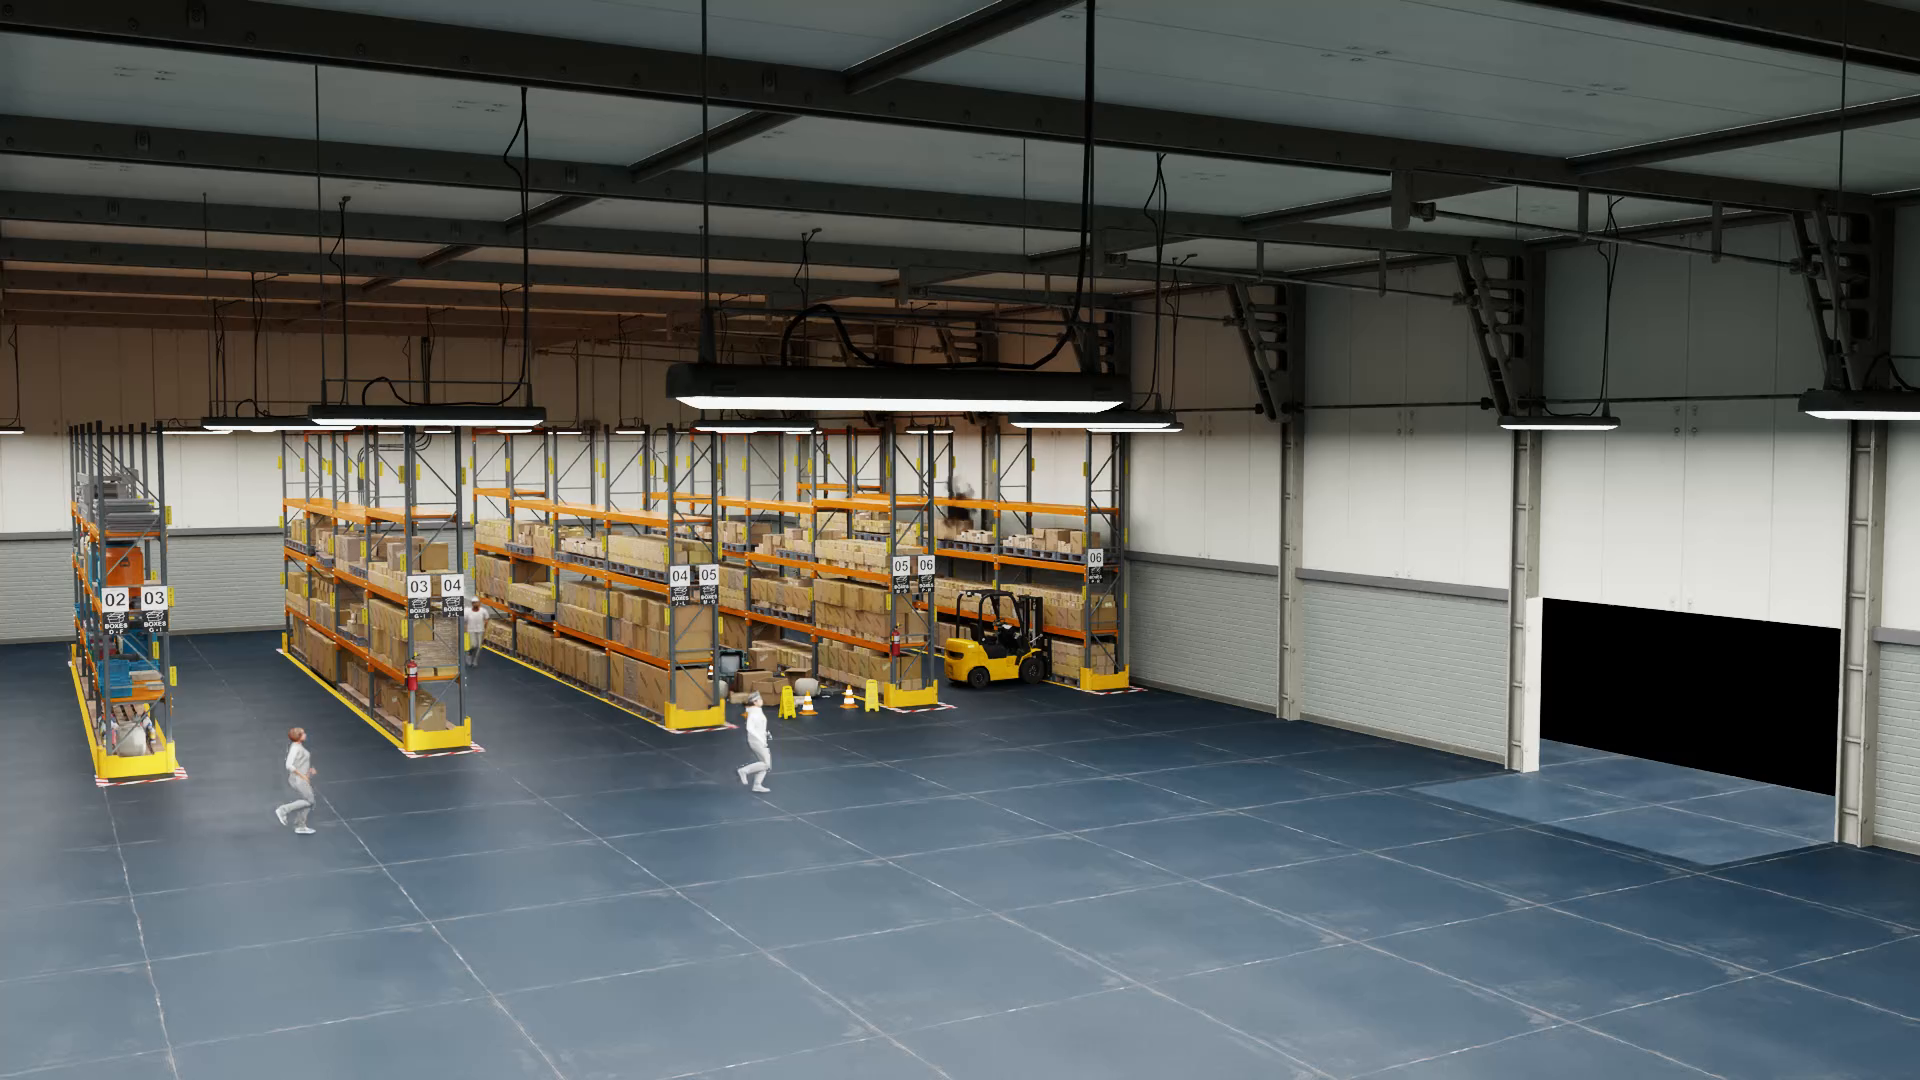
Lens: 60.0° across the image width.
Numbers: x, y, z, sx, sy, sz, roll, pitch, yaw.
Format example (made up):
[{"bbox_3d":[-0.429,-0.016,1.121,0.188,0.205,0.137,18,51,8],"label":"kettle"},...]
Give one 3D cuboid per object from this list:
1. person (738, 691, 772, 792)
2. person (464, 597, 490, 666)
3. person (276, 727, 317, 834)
[{"bbox_3d":[-3.309,3.247,26.796,0.504,1.657,0.615,0,4,-7],"label":"person"},{"bbox_3d":[-12.044,2.288,41.433,0.676,1.728,0.614,-2,4,-28],"label":"person"},{"bbox_3d":[-9.571,3.470,23.973,0.549,1.557,0.538,-1,4,-16],"label":"person"}]
